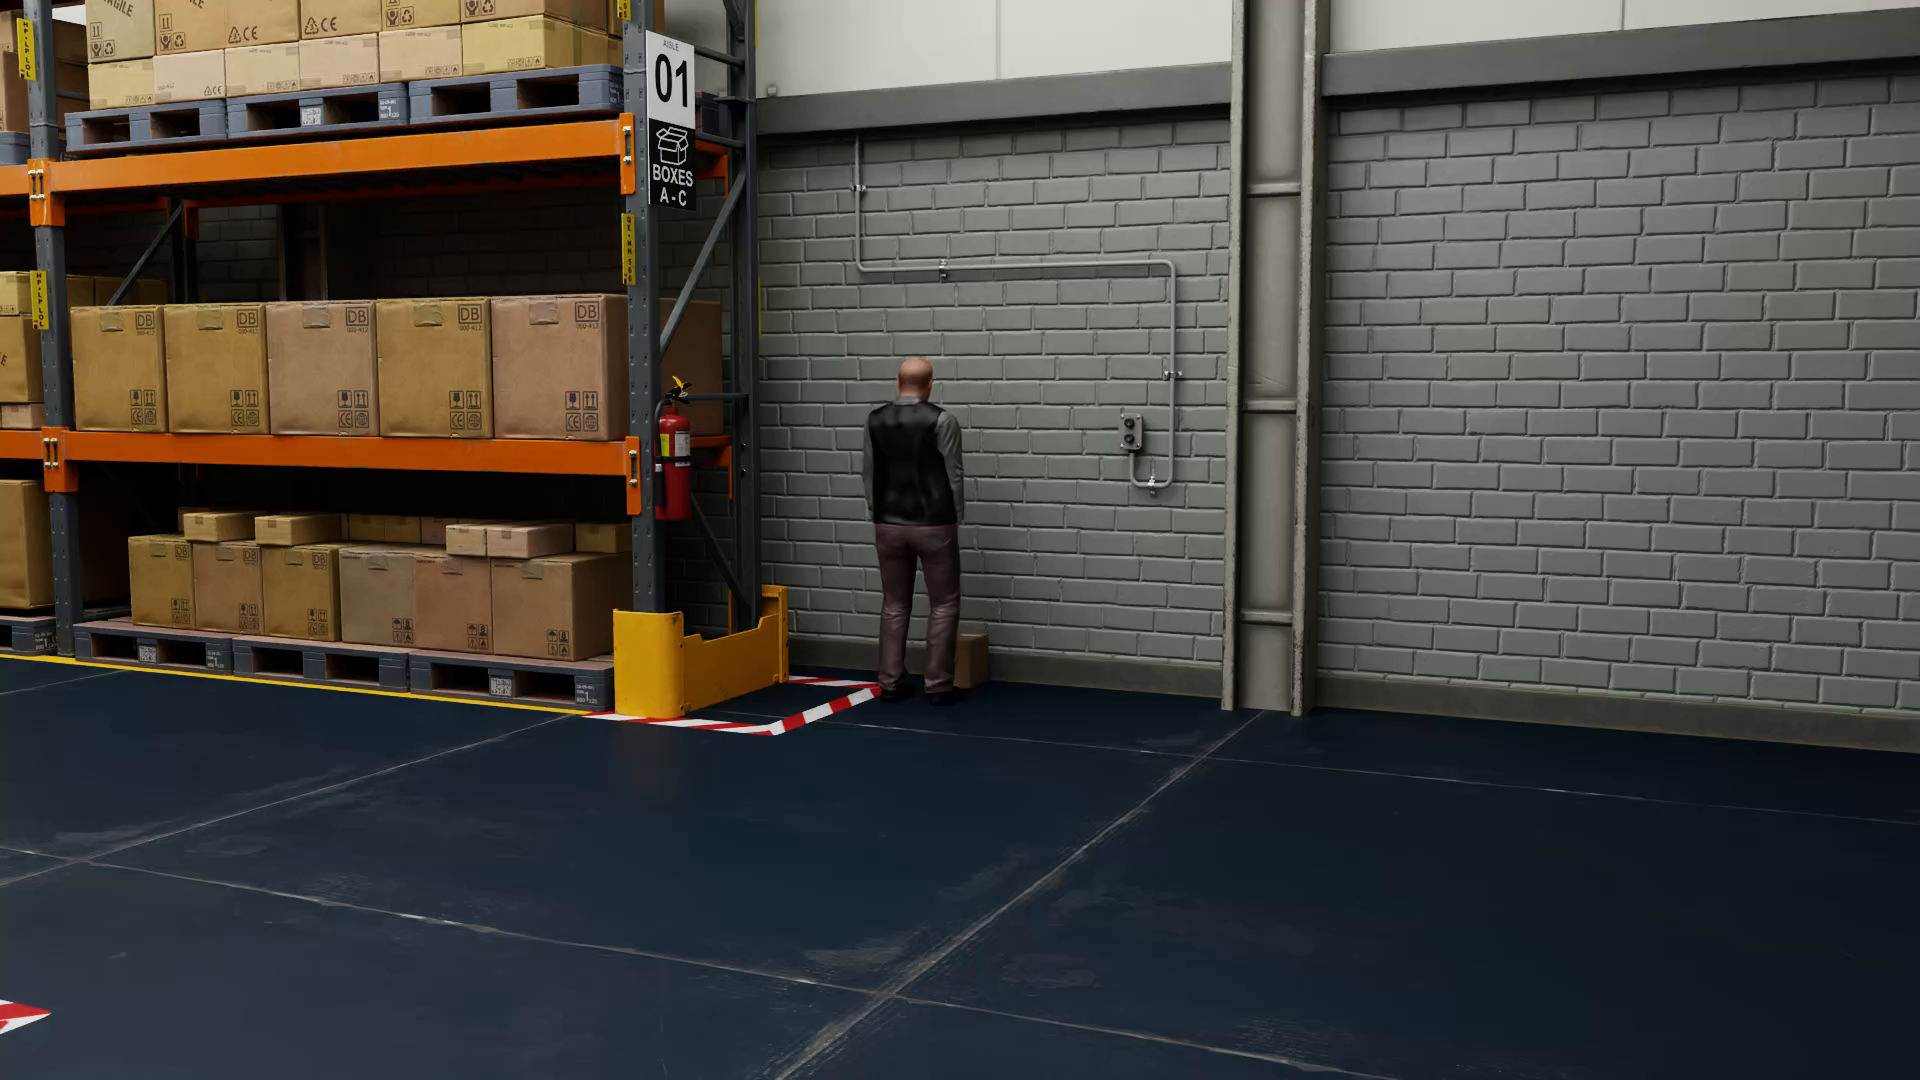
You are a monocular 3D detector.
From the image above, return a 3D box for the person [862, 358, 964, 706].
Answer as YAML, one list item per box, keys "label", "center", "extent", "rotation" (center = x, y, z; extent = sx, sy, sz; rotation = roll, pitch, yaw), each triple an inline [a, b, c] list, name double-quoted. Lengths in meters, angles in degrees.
- label: "person"
  center: [-0.233, -0.045, 8.248]
  extent: [0.540, 1.705, 0.359]
  rotation: [2, 6, 23]
